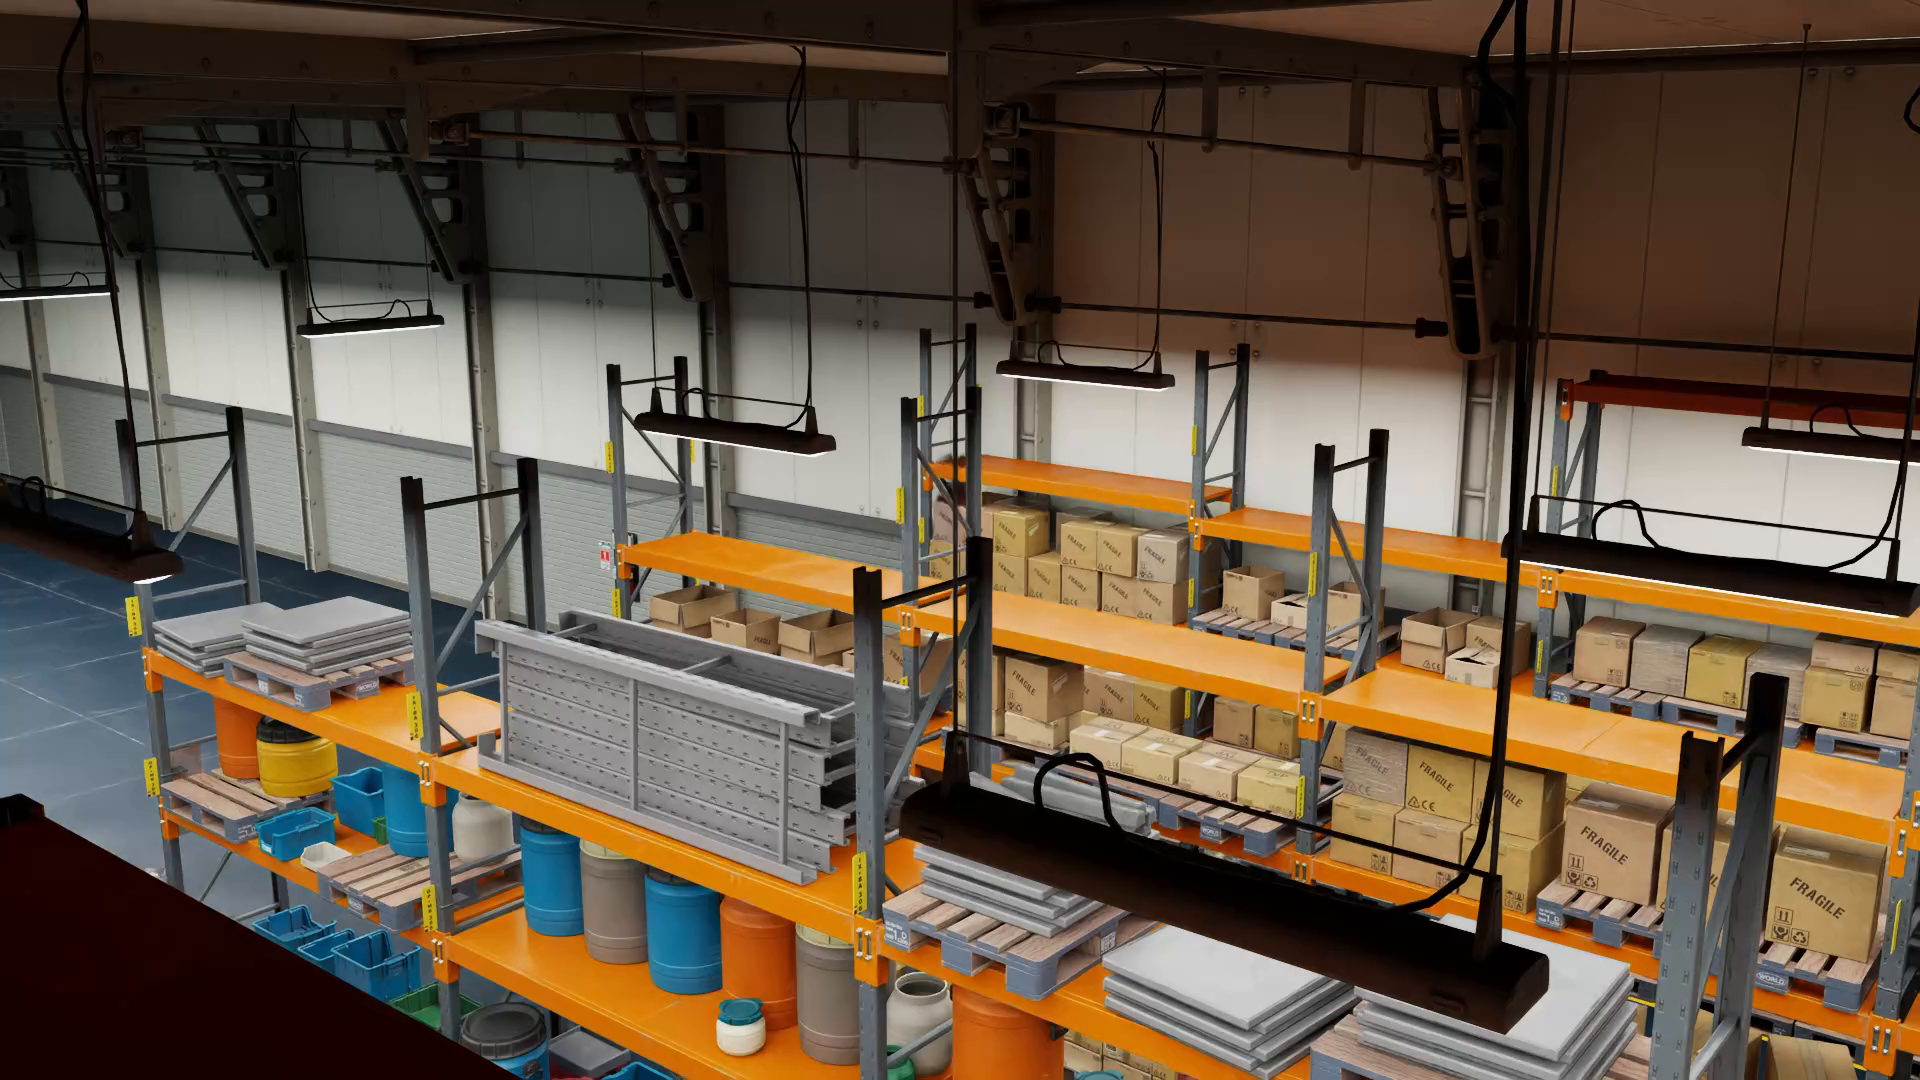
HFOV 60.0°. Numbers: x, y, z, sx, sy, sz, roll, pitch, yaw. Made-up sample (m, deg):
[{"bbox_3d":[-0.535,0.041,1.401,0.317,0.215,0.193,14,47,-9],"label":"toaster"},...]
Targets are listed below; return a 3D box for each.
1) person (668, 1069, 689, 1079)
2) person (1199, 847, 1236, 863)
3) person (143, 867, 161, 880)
[{"bbox_3d":[-2.094,4.392,13.209,0.406,1.542,0.889,-4,13,-19],"label":"person"},{"bbox_3d":[2.677,3.466,17.188,0.964,1.644,0.534,8,15,31],"label":"person"},{"bbox_3d":[-7.490,3.863,15.481,0.545,1.710,0.430,-7,15,-30],"label":"person"}]
